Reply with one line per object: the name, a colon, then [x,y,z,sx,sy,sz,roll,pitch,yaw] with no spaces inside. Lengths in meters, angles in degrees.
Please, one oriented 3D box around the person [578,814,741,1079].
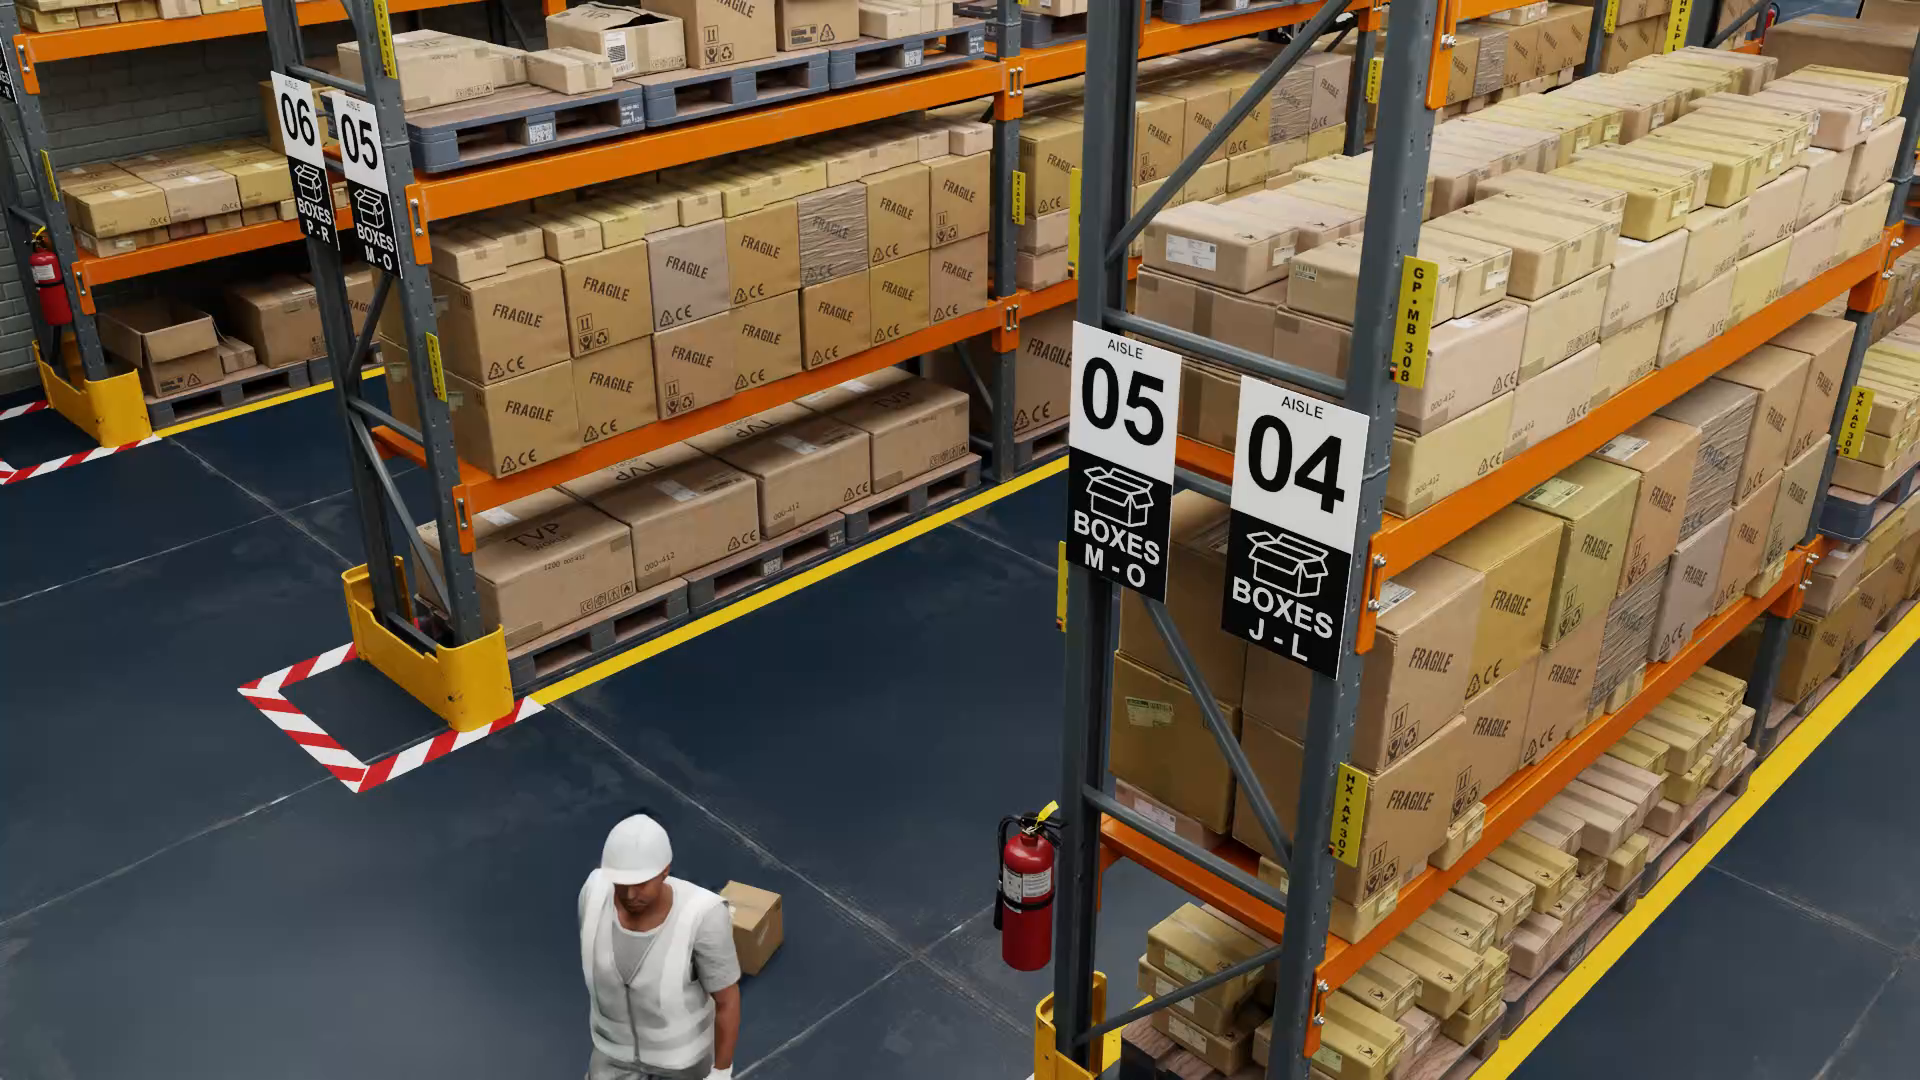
person: [-0.986,1.667,5.379,0.591,1.779,0.850,5,28,10]
